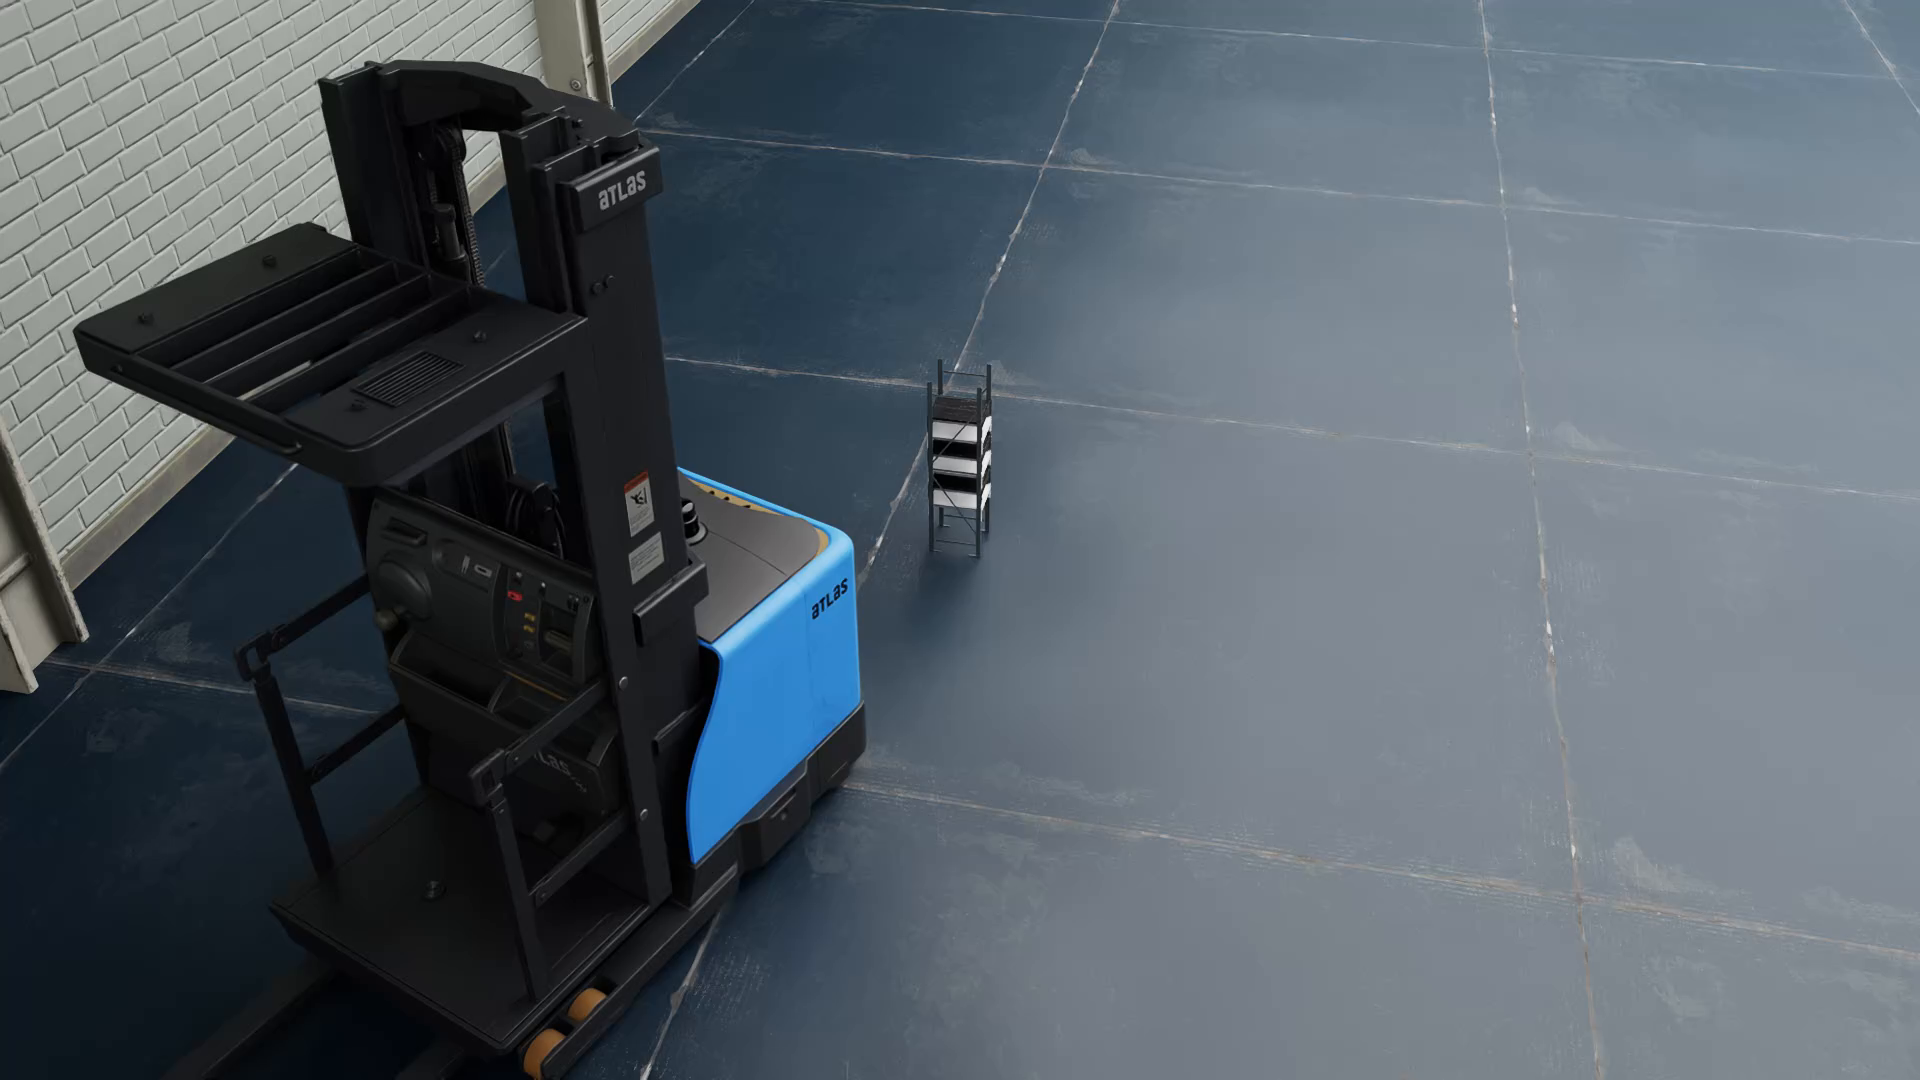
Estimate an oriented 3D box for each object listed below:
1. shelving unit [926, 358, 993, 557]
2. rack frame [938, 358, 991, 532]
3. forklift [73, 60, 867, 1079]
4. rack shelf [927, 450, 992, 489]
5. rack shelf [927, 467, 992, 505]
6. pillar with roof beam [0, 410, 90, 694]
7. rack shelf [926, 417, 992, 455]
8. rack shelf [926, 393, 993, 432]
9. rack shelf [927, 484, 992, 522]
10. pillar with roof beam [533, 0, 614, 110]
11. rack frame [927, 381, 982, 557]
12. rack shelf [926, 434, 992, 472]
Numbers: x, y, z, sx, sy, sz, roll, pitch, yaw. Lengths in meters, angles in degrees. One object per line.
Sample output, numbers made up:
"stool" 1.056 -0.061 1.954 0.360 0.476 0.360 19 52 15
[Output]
"shelving unit" -0.002 -0.360 7.479 0.258 0.900 0.210 7 37 10
"rack frame" 0.020 -0.418 7.560 0.240 0.900 0.006 7 37 10
"forklift" -1.584 0.237 4.926 1.130 2.935 3.031 21 41 26
"rack shelf" -0.002 -0.333 7.499 0.258 0.077 0.200 7 37 10
"rack shelf" -0.002 -0.260 7.552 0.258 0.077 0.200 7 37 10
"pillar with roof beam" 0.256 -2.601 3.670 9.100 9.000 0.400 7 37 10
"rack shelf" -0.002 -0.478 7.393 0.258 0.077 0.200 7 37 10
"rack shelf" -0.002 -0.551 7.341 0.258 0.077 0.200 7 37 10
"rack shelf" -0.002 -0.187 7.605 0.258 0.077 0.200 7 37 10
"pillar with roof beam" 1.538 -6.040 8.416 9.100 9.000 0.400 7 37 10
"rack frame" -0.023 -0.301 7.399 0.240 0.900 0.006 7 37 10
"rack shelf" -0.002 -0.406 7.446 0.258 0.077 0.200 7 37 10
